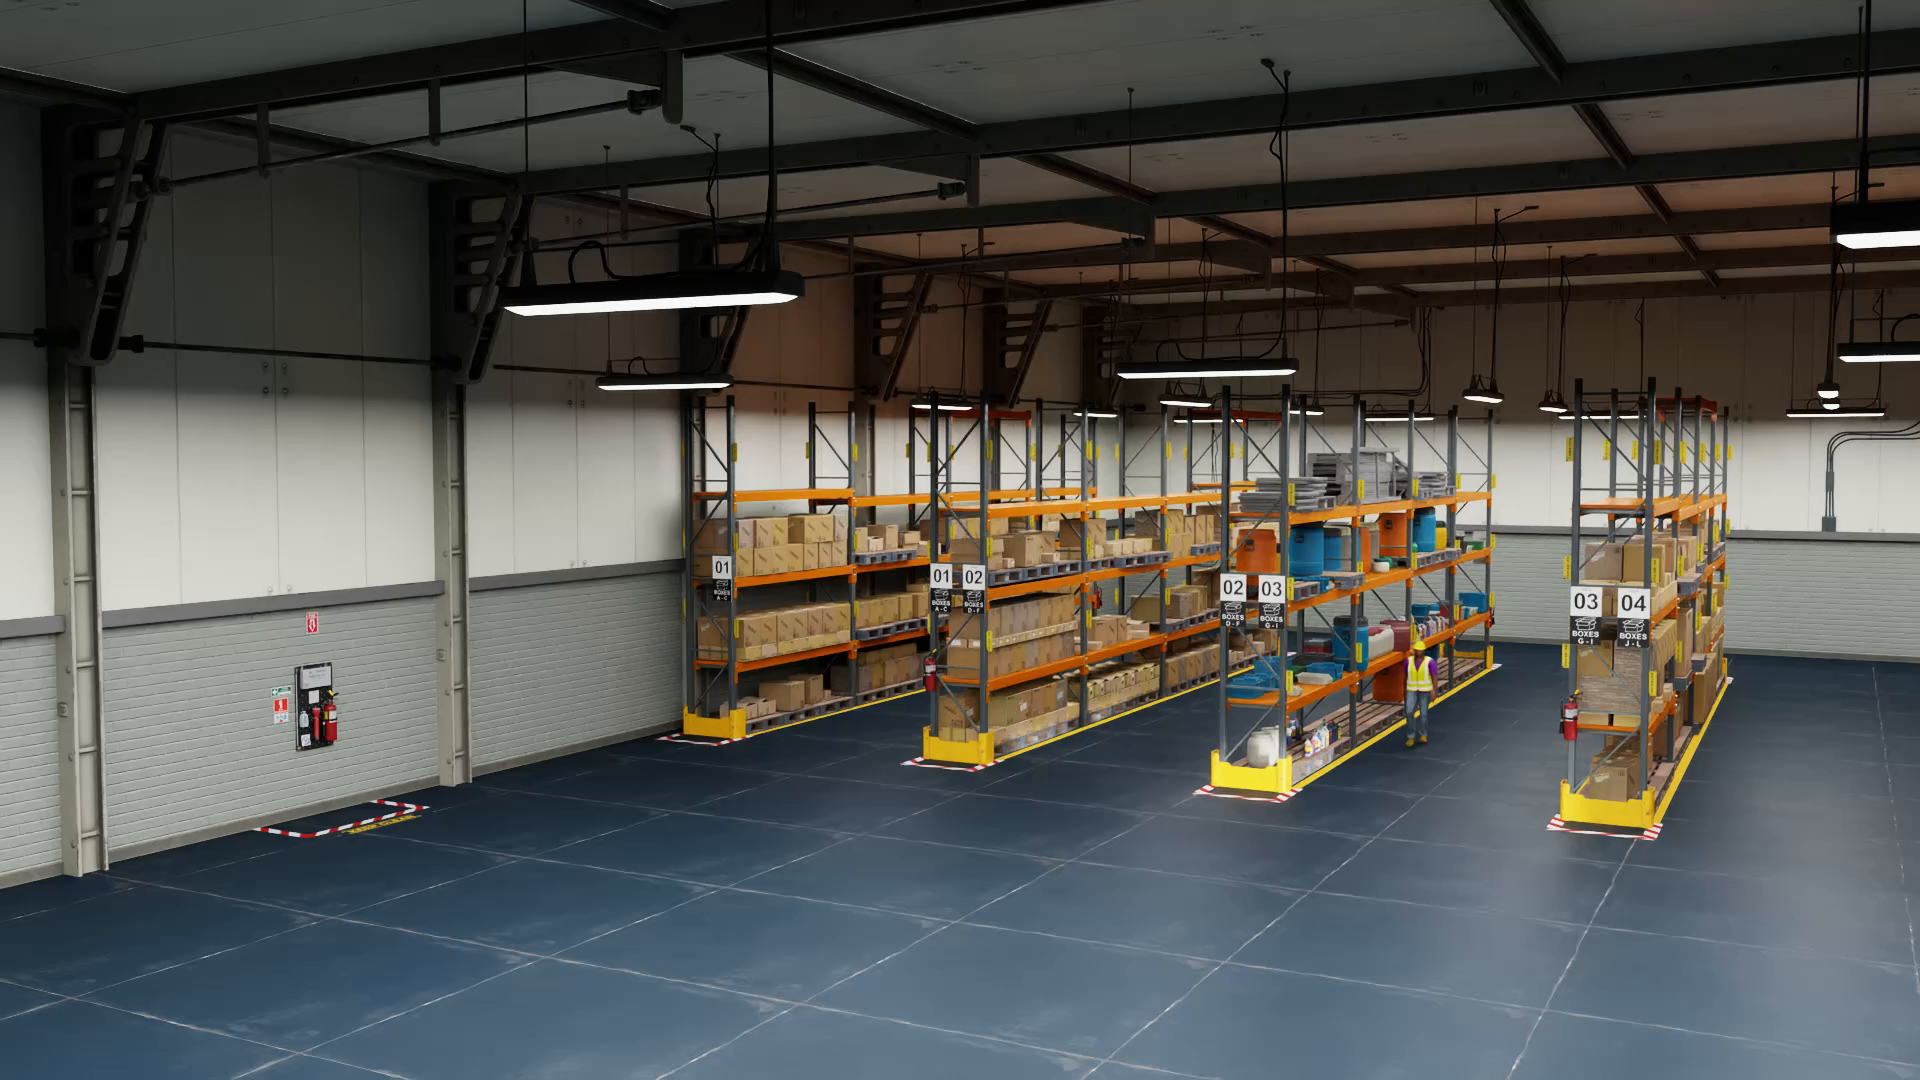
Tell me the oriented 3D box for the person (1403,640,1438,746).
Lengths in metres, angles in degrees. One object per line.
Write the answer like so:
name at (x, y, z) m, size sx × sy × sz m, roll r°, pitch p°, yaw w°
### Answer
person at (7.880, 2.634, 28.518) m, size 0.612 × 1.811 × 0.572 m, roll 1°, pitch 3°, yaw 25°
